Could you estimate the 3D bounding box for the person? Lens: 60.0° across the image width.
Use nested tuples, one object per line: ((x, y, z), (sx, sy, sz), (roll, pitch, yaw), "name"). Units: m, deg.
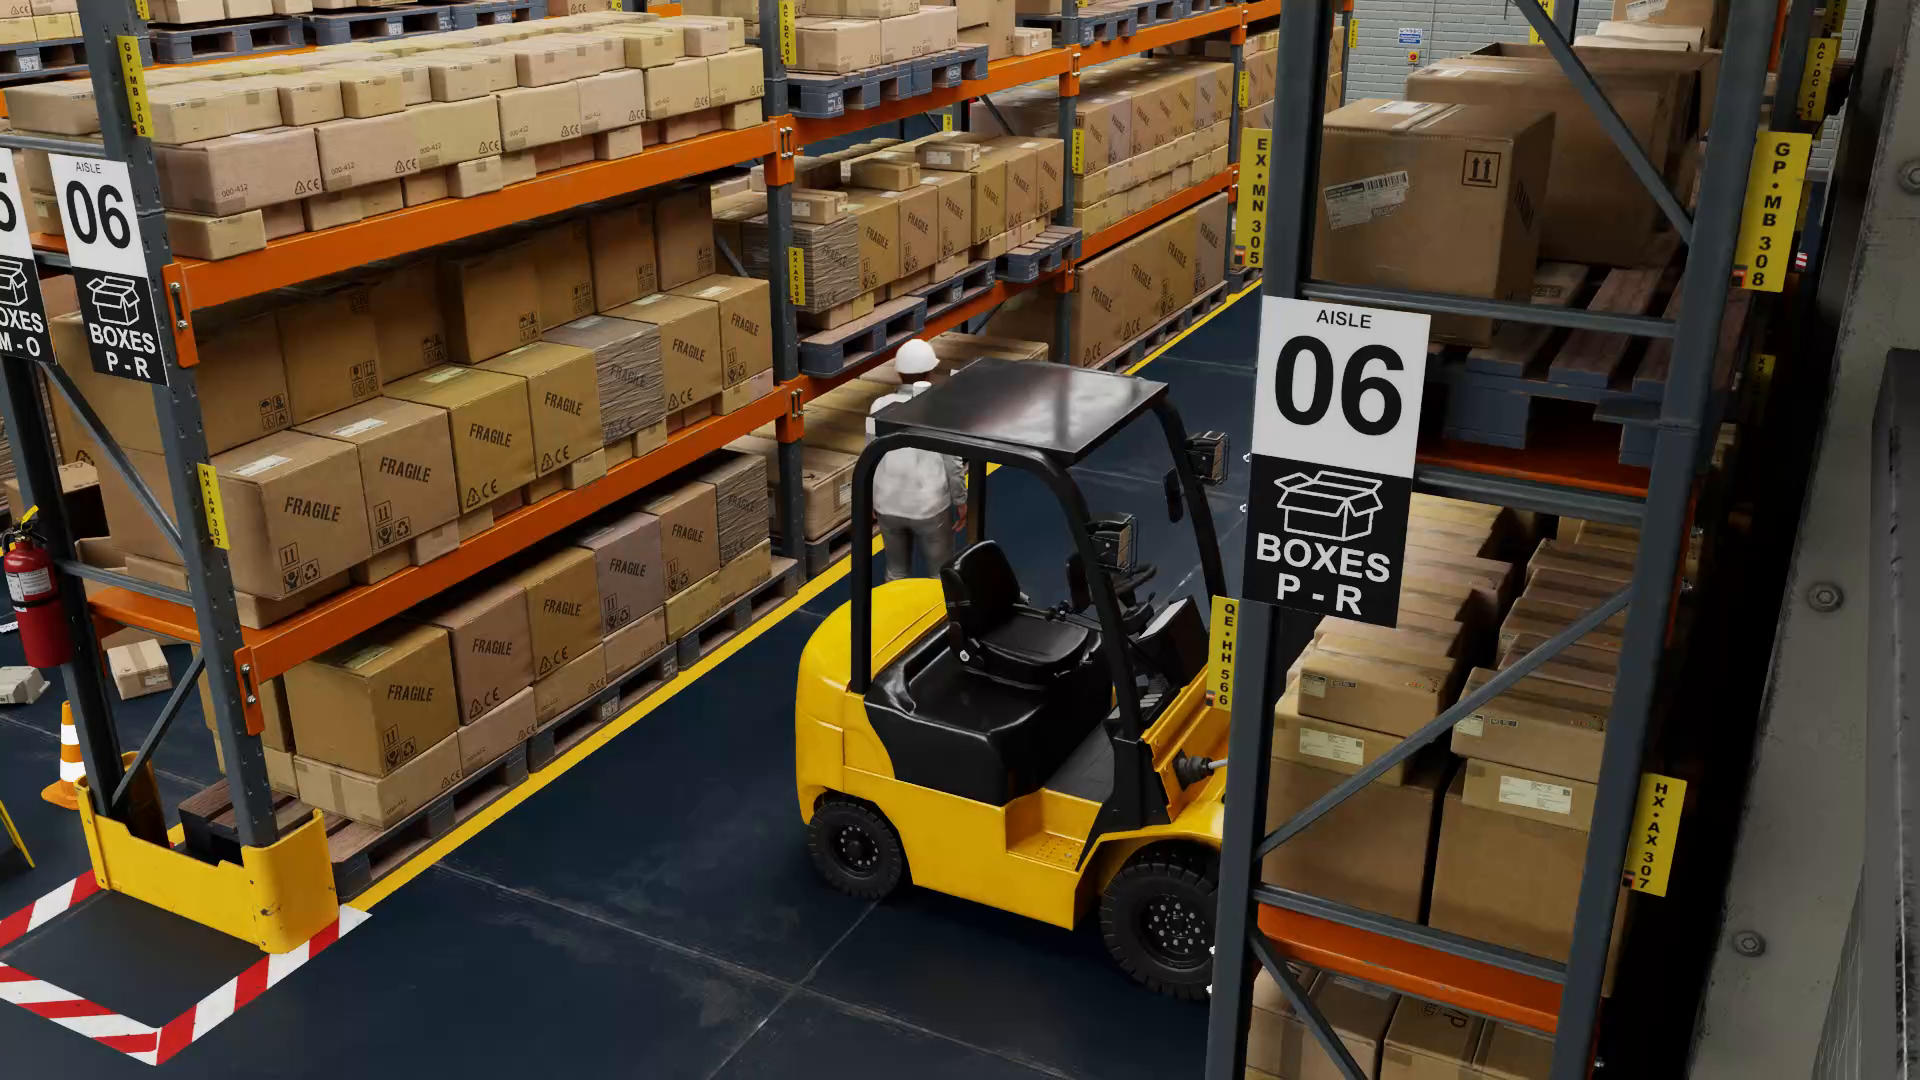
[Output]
((-0.238, -0.213, 9.075), (0.585, 1.768, 0.465), (9, 24, 20), "person")
